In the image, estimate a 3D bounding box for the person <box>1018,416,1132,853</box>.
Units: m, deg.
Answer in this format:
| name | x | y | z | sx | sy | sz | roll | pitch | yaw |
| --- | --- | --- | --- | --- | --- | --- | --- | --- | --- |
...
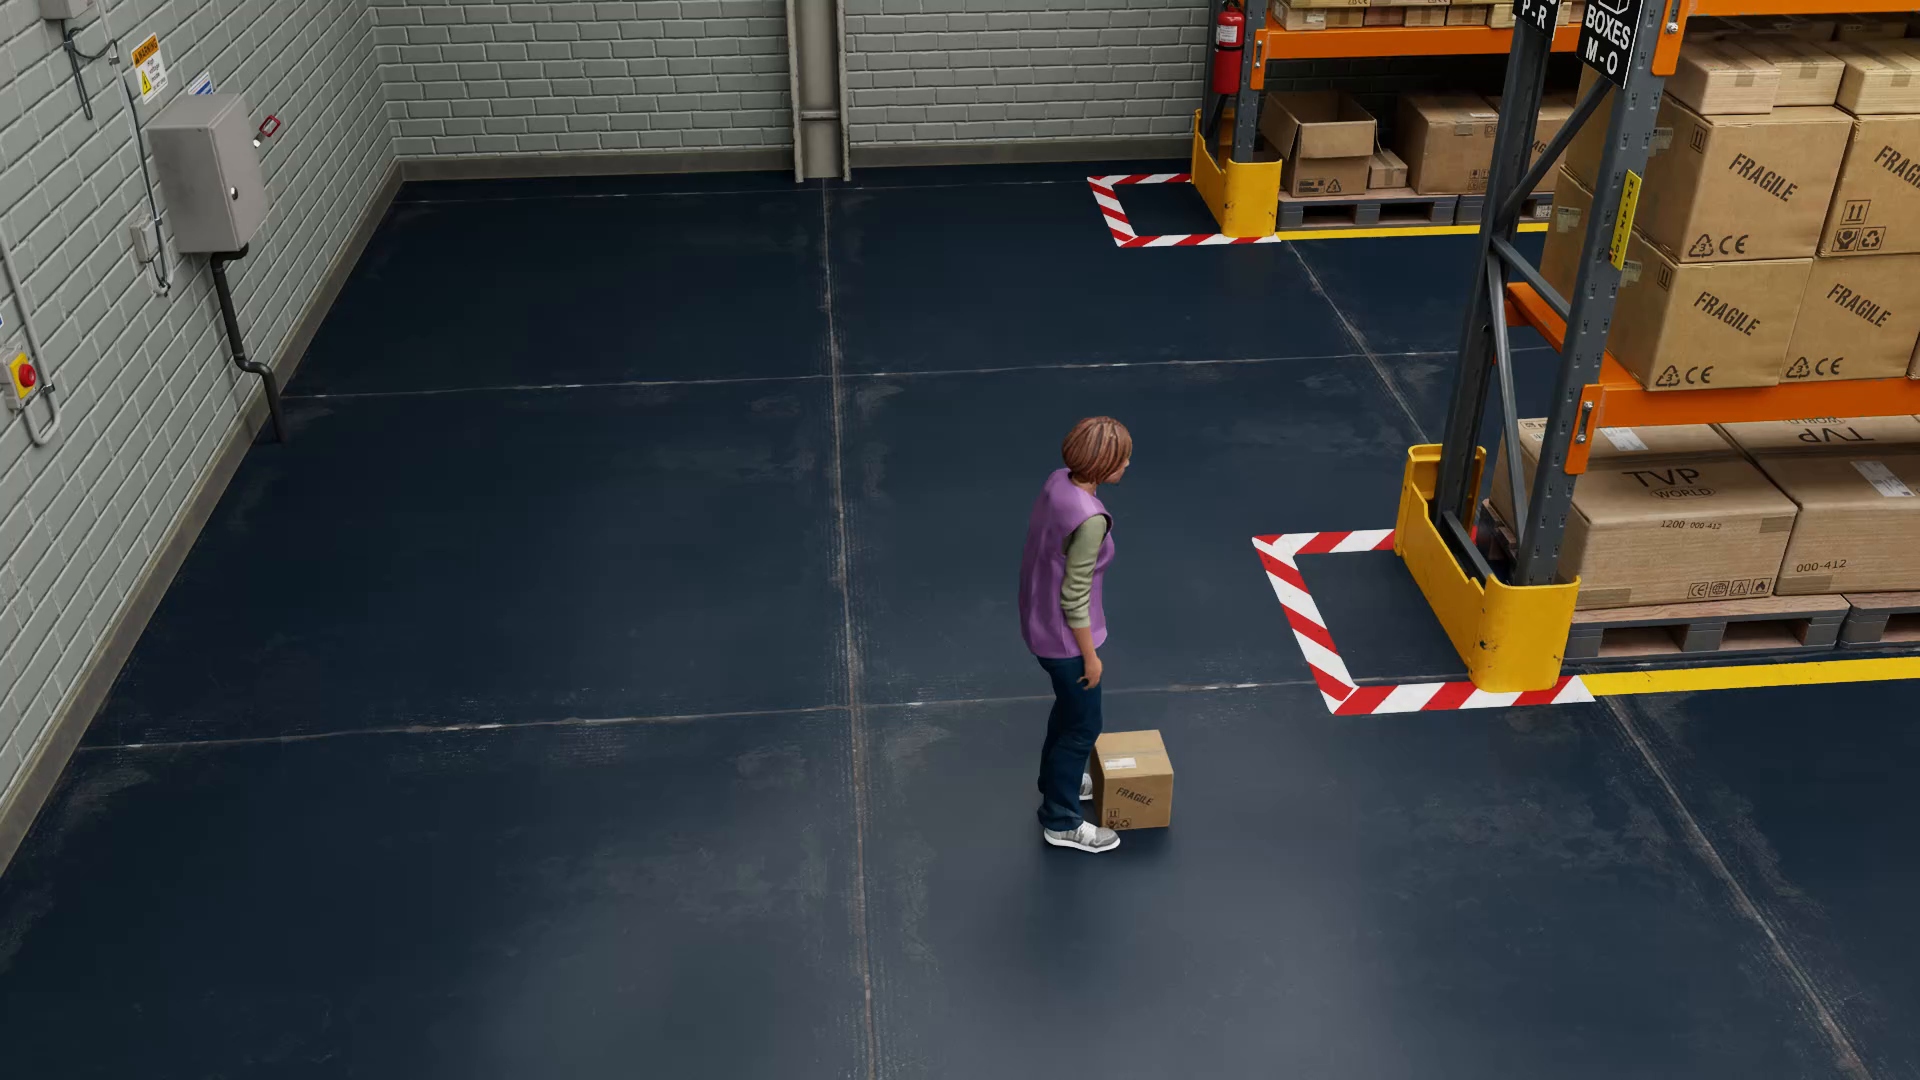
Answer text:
| name | x | y | z | sx | sy | sz | roll | pitch | yaw |
| --- | --- | --- | --- | --- | --- | --- | --- | --- | --- |
| person | 0.395 | 0.313 | 5.637 | 0.377 | 1.590 | 0.474 | -4 | 32 | -7 |
